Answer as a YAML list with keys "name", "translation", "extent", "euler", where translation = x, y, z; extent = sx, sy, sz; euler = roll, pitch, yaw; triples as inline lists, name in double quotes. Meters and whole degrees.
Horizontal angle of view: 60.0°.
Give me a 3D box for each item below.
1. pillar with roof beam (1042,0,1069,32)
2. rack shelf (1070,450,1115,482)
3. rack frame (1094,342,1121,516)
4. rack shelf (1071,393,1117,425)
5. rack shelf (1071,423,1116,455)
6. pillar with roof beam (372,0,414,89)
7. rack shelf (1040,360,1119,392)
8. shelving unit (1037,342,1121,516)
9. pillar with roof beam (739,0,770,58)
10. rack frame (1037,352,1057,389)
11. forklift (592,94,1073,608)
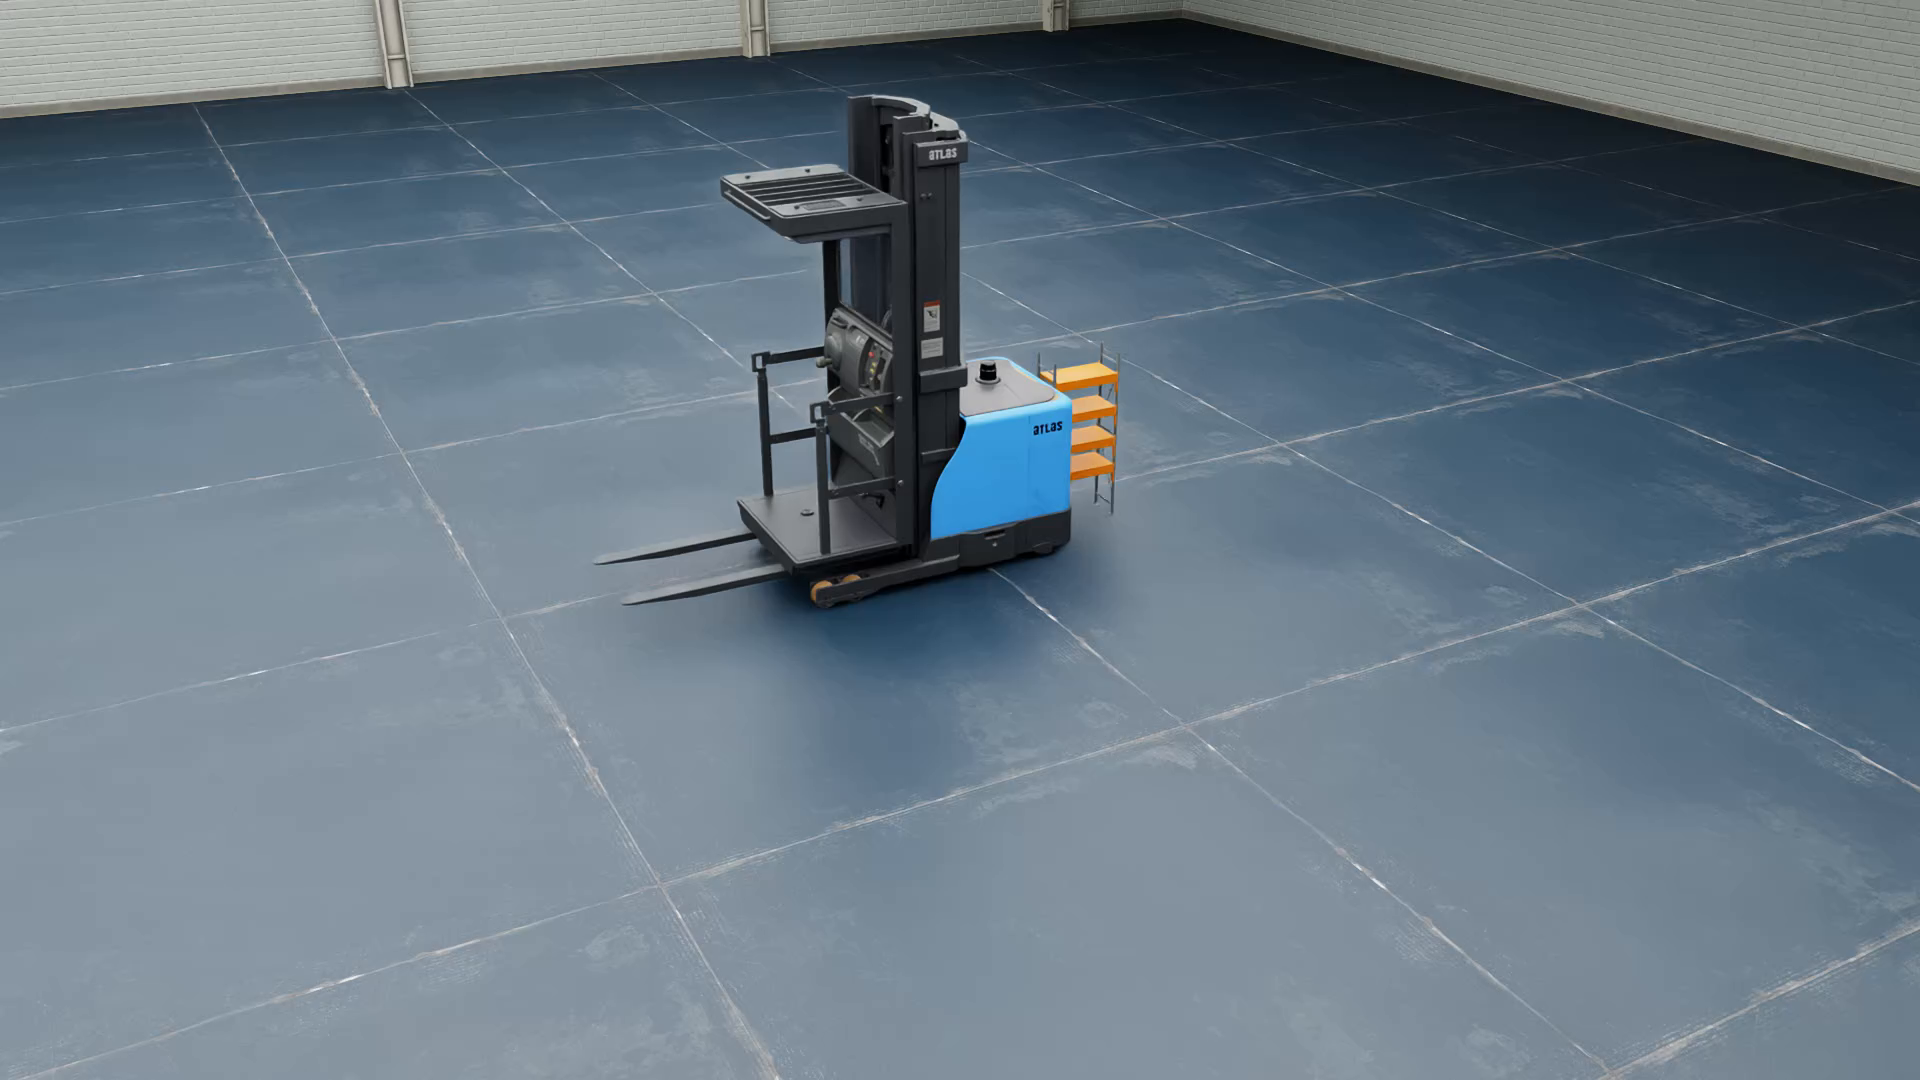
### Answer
- name: "pillar with roof beam"
  translation: [3.815, -11.979, 25.803]
  extent: [0.400, 9.000, 9.100]
  euler: [-13, 29, -25]
- name: "rack shelf"
  translation: [0.793, -0.469, 11.455]
  extent: [0.480, 0.148, 0.258]
  euler: [-12, 28, -24]
- name: "rack frame"
  translation: [1.011, -0.756, 11.439]
  extent: [0.015, 1.200, 0.240]
  euler: [-12, 28, -24]
- name: "rack shelf"
  translation: [0.793, -0.850, 11.273]
  extent: [0.480, 0.148, 0.258]
  euler: [-12, 28, -24]
- name: "rack shelf"
  translation: [0.793, -0.648, 11.369]
  extent: [0.480, 0.148, 0.258]
  euler: [-12, 28, -24]
- name: "pillar with roof beam"
  translation: [-6.773, -9.535, 20.712]
  extent: [0.400, 9.000, 9.100]
  euler: [-13, 29, -25]
- name: "rack shelf"
  translation: [0.793, -1.063, 11.170]
  extent: [0.480, 0.148, 0.258]
  euler: [-12, 28, -24]
- name: "shelving unit"
  translation: [0.793, -0.709, 11.340]
  extent: [0.503, 1.200, 0.258]
  euler: [-12, 28, -24]
- name: "pillar with roof beam"
  translation: [-1.479, -10.757, 23.258]
  extent: [0.400, 9.000, 9.100]
  euler: [-13, 29, -25]
- name: "rack frame"
  translation: [0.575, -0.662, 11.242]
  extent: [0.015, 1.200, 0.240]
  euler: [-12, 28, -24]
- name: "forklift"
  translation: [-0.814, -1.157, 10.274]
  extent: [3.031, 2.935, 1.130]
  euler: [-12, 28, -24]
